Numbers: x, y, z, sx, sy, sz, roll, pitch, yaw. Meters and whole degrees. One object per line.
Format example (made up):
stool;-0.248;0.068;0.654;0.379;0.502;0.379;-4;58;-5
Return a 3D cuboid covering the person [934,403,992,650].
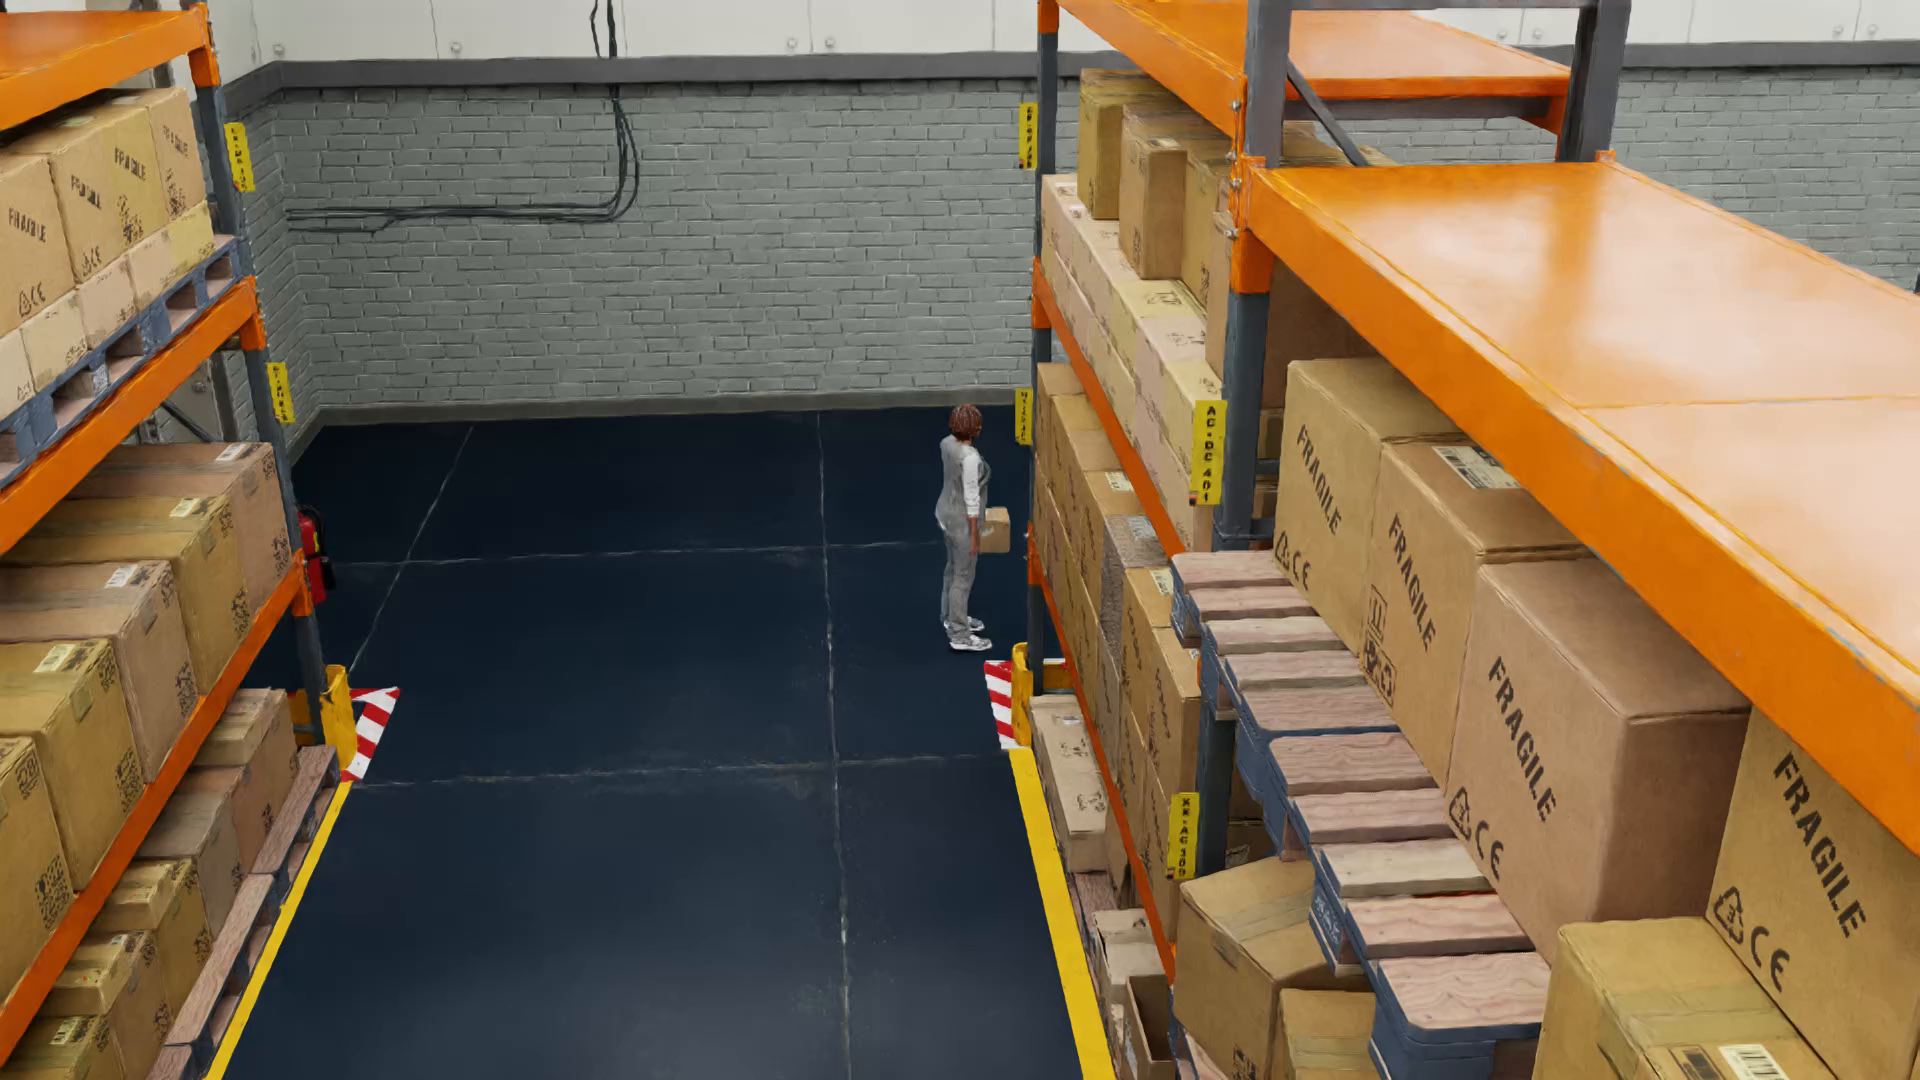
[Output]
person;0.021;-0.099;10.466;0.336;1.605;0.468;-9;26;-19
